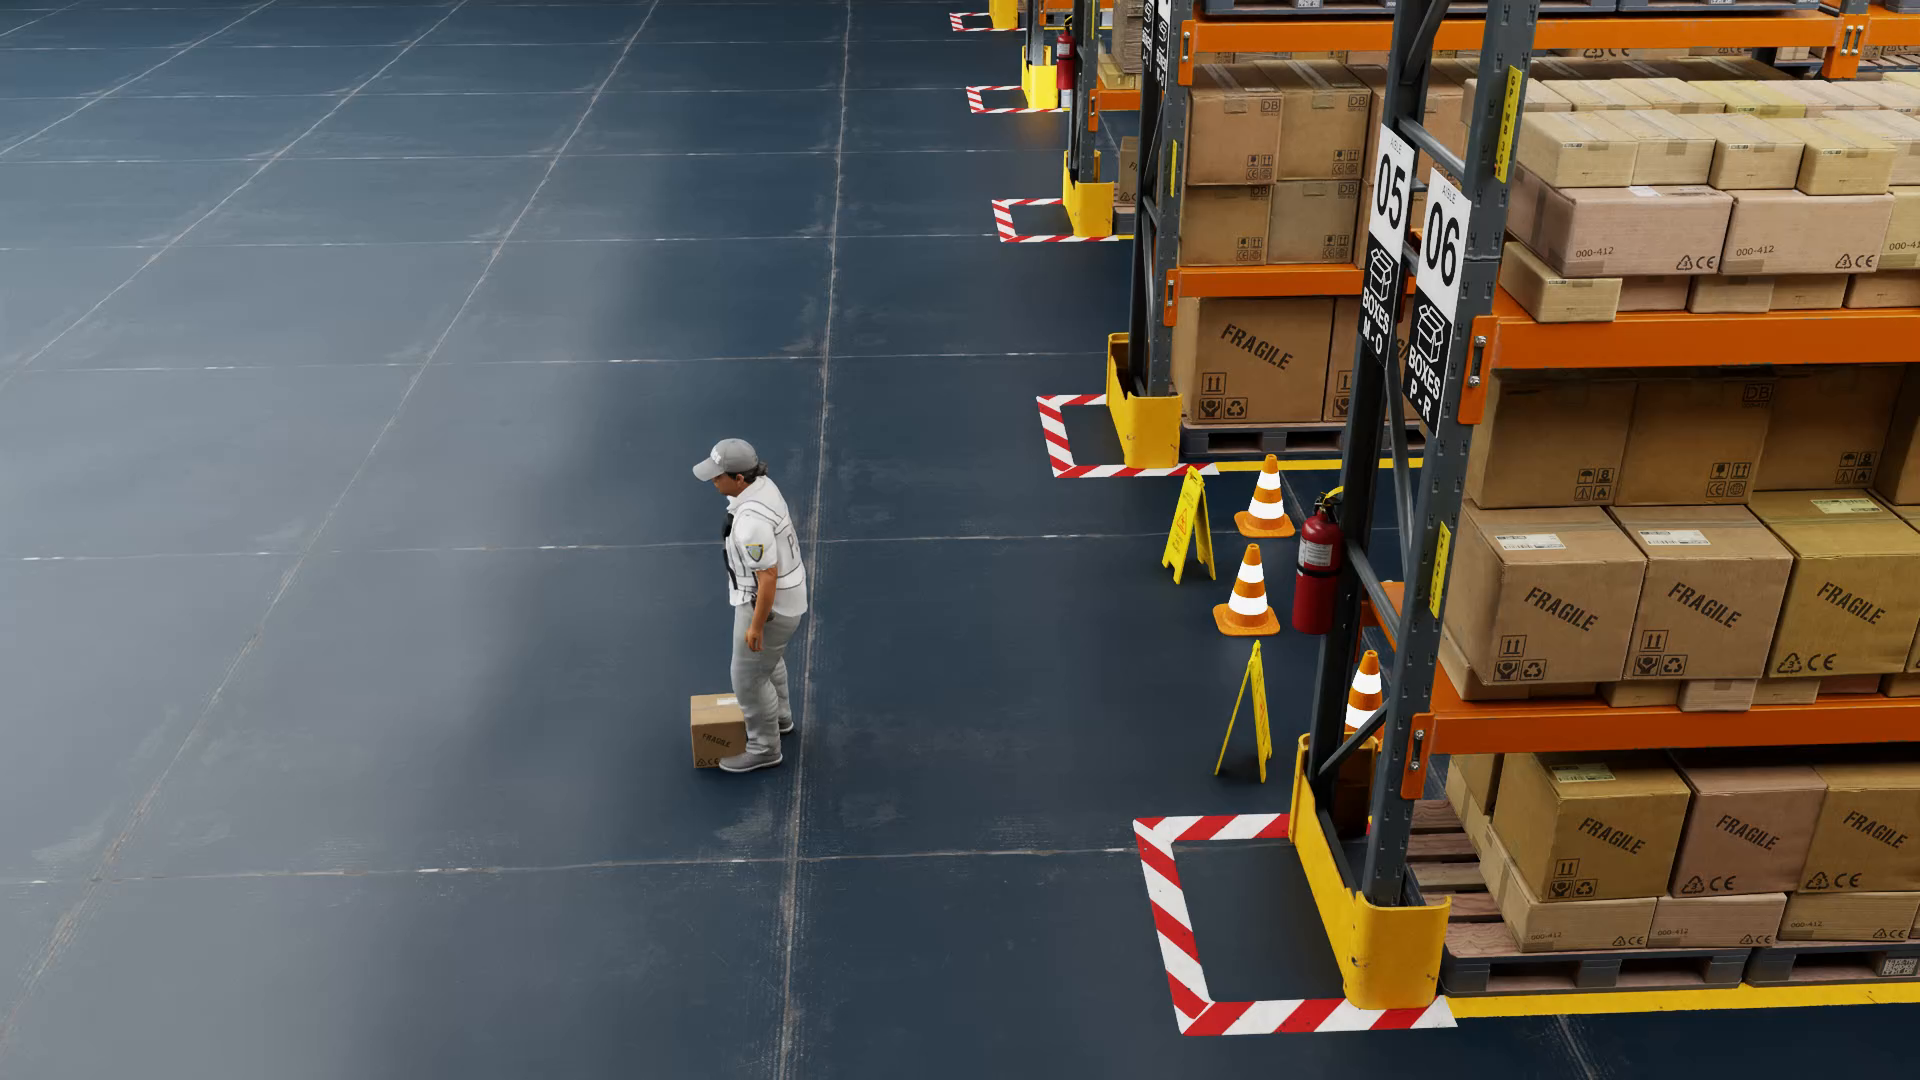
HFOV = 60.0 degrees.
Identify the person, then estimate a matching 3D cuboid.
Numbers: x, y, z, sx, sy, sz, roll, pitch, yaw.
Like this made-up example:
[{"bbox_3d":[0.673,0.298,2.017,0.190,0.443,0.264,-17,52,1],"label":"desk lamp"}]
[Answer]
[{"bbox_3d":[-0.939,0.282,7.648,0.469,1.666,0.563,-3,28,-6],"label":"person"}]
